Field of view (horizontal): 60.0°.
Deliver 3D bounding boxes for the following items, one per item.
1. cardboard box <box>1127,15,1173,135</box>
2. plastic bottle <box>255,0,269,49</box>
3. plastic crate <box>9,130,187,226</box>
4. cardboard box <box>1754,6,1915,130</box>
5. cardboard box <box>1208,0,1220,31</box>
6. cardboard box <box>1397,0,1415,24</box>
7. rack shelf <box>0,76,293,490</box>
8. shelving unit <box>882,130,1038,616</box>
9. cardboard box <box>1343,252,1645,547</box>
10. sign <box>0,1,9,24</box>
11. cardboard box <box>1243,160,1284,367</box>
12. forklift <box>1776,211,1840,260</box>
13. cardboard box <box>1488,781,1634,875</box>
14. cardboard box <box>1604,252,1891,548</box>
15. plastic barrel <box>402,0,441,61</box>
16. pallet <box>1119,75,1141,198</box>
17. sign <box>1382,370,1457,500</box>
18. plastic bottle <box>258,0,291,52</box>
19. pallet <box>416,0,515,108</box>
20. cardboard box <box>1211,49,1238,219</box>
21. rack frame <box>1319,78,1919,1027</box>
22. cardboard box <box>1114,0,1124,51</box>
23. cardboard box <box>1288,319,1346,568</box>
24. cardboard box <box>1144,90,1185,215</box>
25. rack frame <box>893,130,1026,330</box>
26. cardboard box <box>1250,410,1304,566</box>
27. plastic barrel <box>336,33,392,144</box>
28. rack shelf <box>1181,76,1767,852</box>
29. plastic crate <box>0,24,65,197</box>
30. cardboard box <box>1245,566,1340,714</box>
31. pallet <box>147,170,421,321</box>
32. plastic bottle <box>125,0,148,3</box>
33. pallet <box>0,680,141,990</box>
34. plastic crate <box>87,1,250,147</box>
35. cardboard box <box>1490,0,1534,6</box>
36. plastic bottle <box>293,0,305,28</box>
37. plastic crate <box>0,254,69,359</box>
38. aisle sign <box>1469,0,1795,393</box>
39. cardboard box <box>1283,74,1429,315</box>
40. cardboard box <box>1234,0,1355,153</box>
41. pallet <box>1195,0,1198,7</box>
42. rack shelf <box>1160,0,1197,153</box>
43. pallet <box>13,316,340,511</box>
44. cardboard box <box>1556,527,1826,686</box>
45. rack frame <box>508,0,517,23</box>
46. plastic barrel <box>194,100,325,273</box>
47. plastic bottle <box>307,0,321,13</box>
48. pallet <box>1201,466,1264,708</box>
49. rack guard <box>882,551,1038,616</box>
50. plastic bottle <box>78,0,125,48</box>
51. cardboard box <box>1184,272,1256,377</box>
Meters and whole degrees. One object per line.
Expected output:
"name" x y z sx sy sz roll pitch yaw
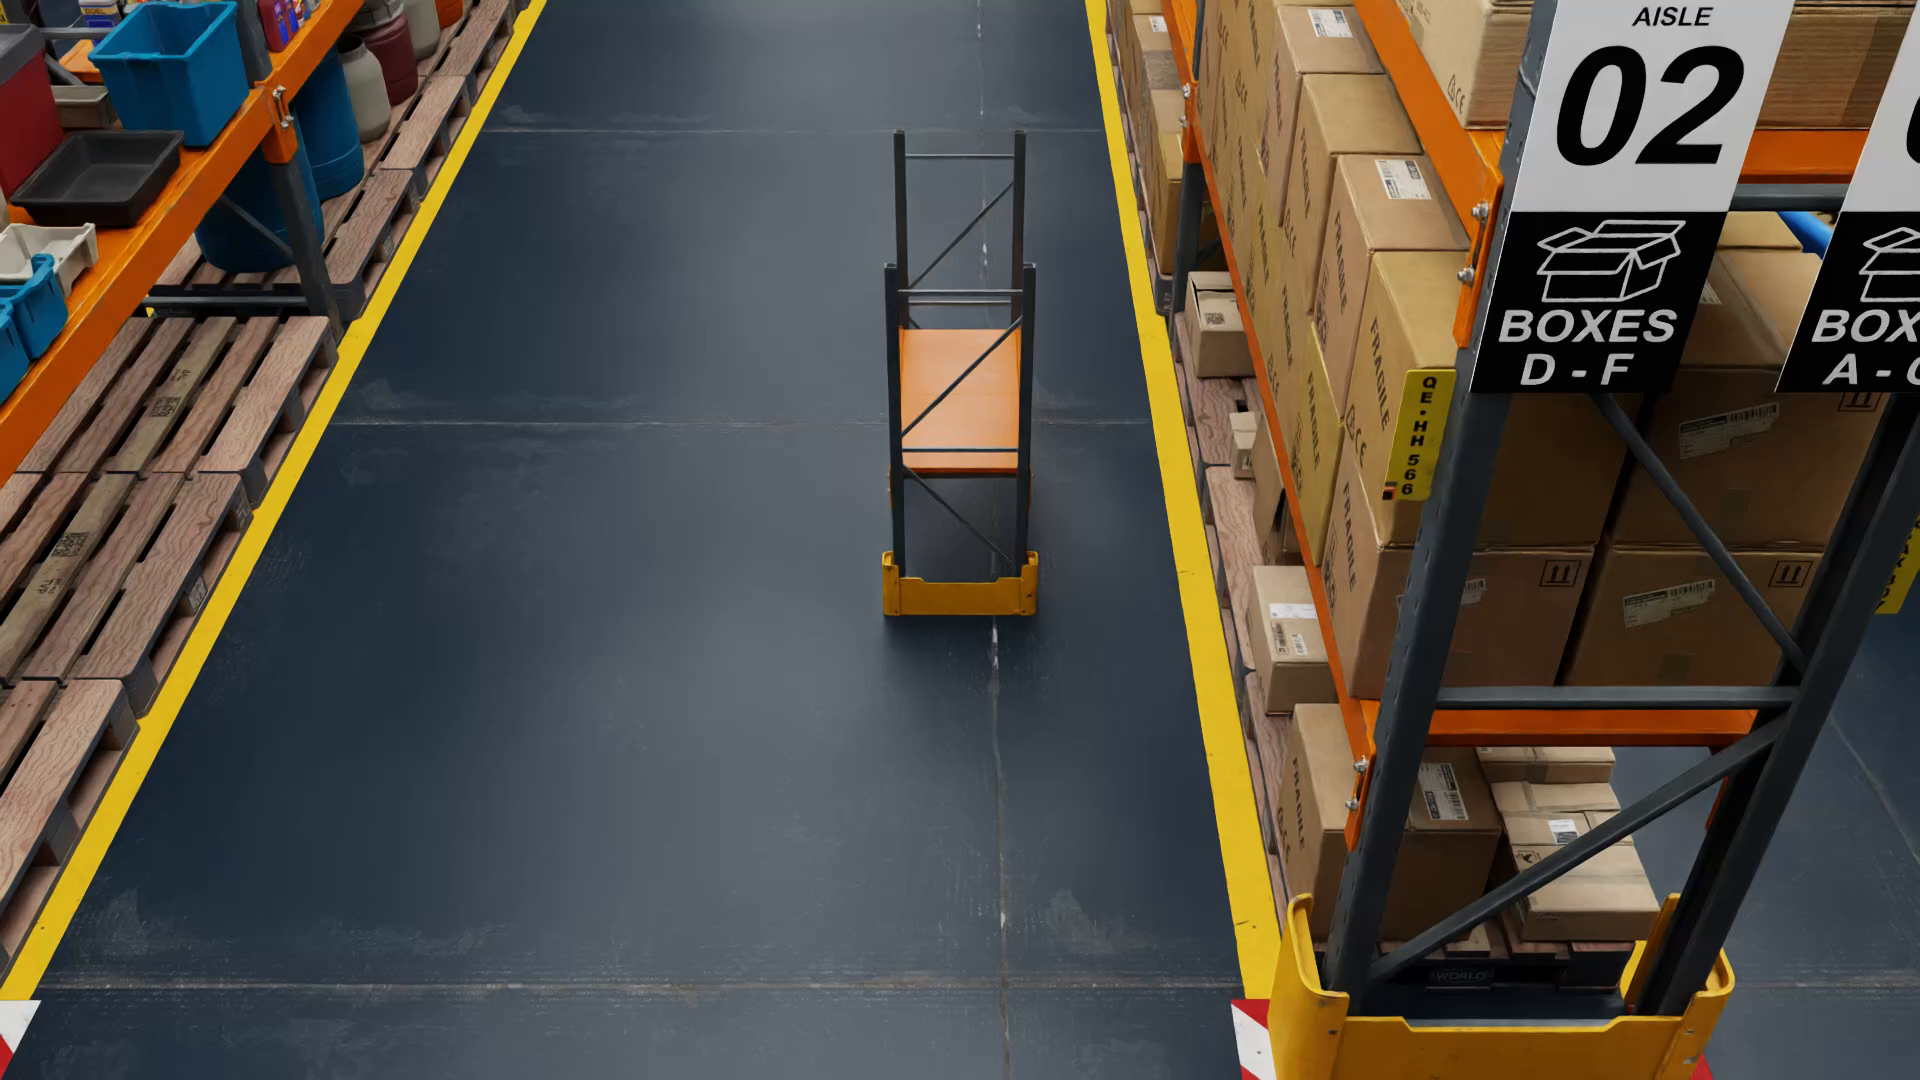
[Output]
"cardboard box" 1.215 -2.573 9.209 0.500 0.500 0.500 -1 39 -2
"plastic bottle" -3.132 -2.352 7.326 0.144 0.351 0.185 0 39 0
"plastic crate" -3.186 -1.342 6.198 0.437 0.125 0.590 0 39 0
"cardboard box" 1.756 -1.059 3.394 0.500 0.250 0.500 0 39 0
"cardboard box" 1.217 -2.261 6.294 0.500 0.500 0.500 1 39 1
"cardboard box" 1.249 -1.372 3.784 0.500 0.250 0.500 0 39 0
"rack shelf" -3.453 -0.595 5.668 1.077 0.370 4.000 0 39 0
"shelving unit" 0.000 -0.633 6.340 0.587 1.500 1.083 0 39 0
"cardboard box" 1.227 -0.333 3.887 0.500 0.500 0.500 0 39 0
"sign" -4.006 -2.235 6.919 0.100 0.325 0.005 0 39 0
"cardboard box" 1.230 -0.896 5.390 0.500 0.500 0.500 -1 39 -1
"forklift" 4.785 -1.902 6.780 3.031 2.935 1.130 -9 40 -11
"cardboard box" 1.845 0.890 5.155 0.380 0.166 0.250 0 39 0
"cardboard box" 1.766 -0.333 3.887 0.500 0.500 0.500 1 39 1
"plastic barrel" -3.353 -3.161 9.950 0.421 0.512 0.421 0 39 0
"pallet" 1.455 -2.312 9.467 1.003 0.211 1.213 0 39 0
"sign" 0.947 -0.213 3.439 0.100 0.325 0.005 0 39 0
"plastic bottle" -3.029 -2.310 7.327 0.061 0.283 0.133 0 39 0
"pallet" -3.418 -3.046 10.382 1.003 0.211 1.213 0 39 0
"cardboard box" 1.230 -1.527 6.177 0.500 0.500 0.500 1 39 1
"rack frame" 1.502 0.374 3.884 1.000 3.000 0.127 0 39 0
"cardboard box" 1.214 -3.213 10.007 0.500 0.500 0.500 -1 39 -2
"cardboard box" 1.226 -0.269 4.607 0.500 0.500 0.500 0 39 0
"cardboard box" 1.218 -1.941 8.420 0.500 0.500 0.500 0 39 0
"rack frame" -0.001 -0.957 6.744 0.500 1.500 0.032 0 39 0
"cardboard box" 1.505 -0.150 6.183 0.797 0.503 0.637 0 39 0
"plastic barrel" -3.351 -2.455 9.069 0.421 0.512 0.421 0 39 0
"rack shelf" 1.500 -0.596 5.670 1.077 0.370 4.000 0 39 0
"plastic crate" -3.705 -1.616 6.268 0.402 0.464 0.583 0 39 0
"cardboard box" 1.284 0.342 5.772 0.500 0.250 0.500 0 39 0
"pallet" -3.415 -1.520 8.478 1.003 0.211 1.213 0 39 0
"plastic bottle" -3.746 -2.451 7.568 0.097 0.201 0.097 0 39 0
"pallet" -3.413 0.948 5.398 1.003 0.211 1.213 0 39 0
"plastic crate" -3.114 -1.851 6.626 0.392 0.384 0.575 0 39 0
"cardboard box" 1.247 -1.254 3.238 0.500 0.250 0.500 0 39 0
"plastic bottle" -3.048 -2.434 7.547 0.097 0.201 0.097 0 39 0
"plastic crate" -3.124 -0.748 5.371 0.416 0.233 0.300 0 39 0
"aisle sign" 1.196 -0.597 3.018 0.394 0.787 0.004 0 39 0
"cardboard box" 1.220 -0.973 4.686 0.500 0.500 0.500 1 39 1
"cardboard box" 1.218 -1.617 5.490 0.500 0.500 0.500 -1 39 -1
"pallet" 1.606 -2.552 7.689 1.003 0.211 1.213 0 39 0
"rack shelf" 1.495 -3.097 8.791 1.077 0.370 4.000 0 39 0
"pallet" -3.416 -0.578 7.302 1.003 0.211 1.213 0 39 0
"cardboard box" 1.766 0.058 4.200 0.500 0.500 0.500 1 39 1
"rack frame" -3.460 -4.627 10.126 1.000 3.000 0.127 0 39 0
"plastic barrel" -3.439 -1.811 7.954 0.600 0.901 0.708 0 39 0
"plastic bottle" -3.076 -2.596 7.690 0.152 0.276 0.135 0 39 0
"pallet" 1.502 0.155 6.388 1.003 0.211 1.213 0 39 0
"rack guard" 0.000 0.166 6.343 0.587 0.250 0.087 0 39 0
"plastic bottle" -3.779 -2.324 7.350 0.152 0.276 0.135 0 39 0
"cardboard box" 1.282 -0.987 7.381 0.500 0.311 0.500 0 39 0
